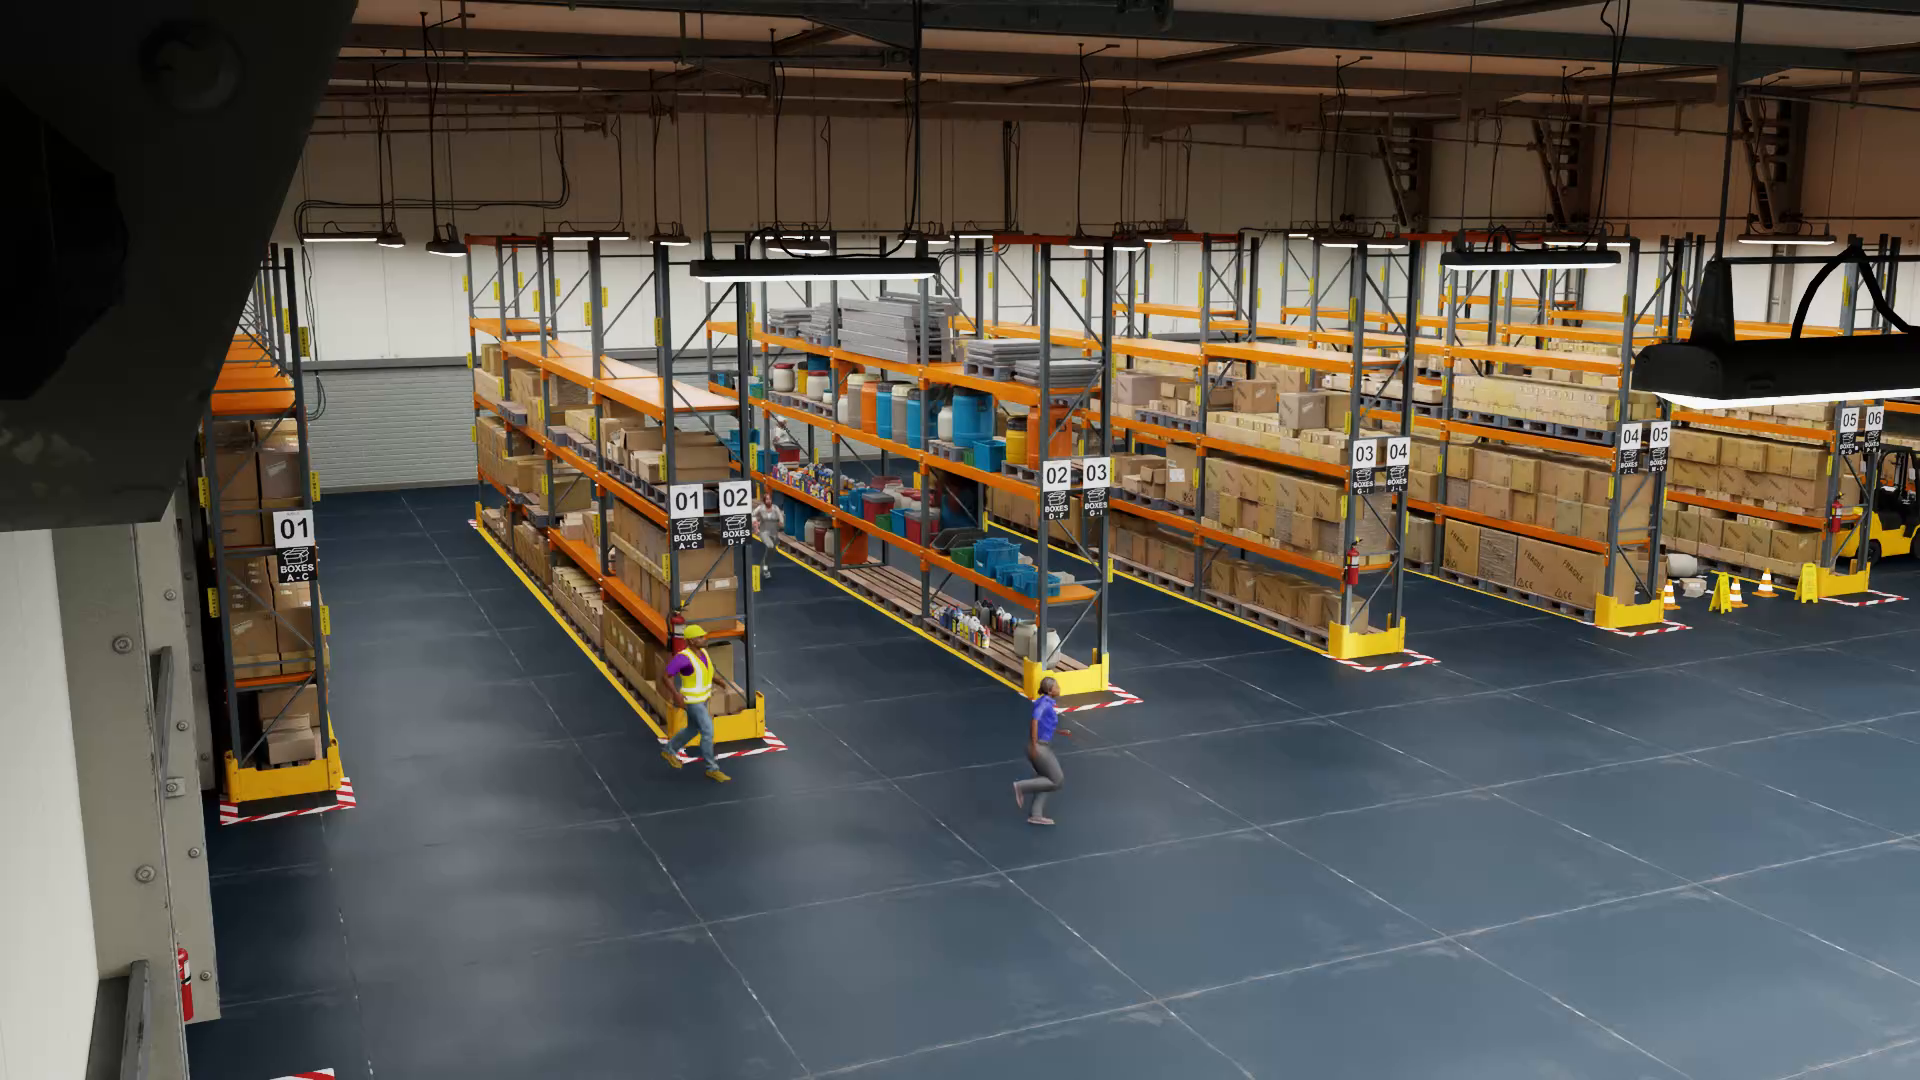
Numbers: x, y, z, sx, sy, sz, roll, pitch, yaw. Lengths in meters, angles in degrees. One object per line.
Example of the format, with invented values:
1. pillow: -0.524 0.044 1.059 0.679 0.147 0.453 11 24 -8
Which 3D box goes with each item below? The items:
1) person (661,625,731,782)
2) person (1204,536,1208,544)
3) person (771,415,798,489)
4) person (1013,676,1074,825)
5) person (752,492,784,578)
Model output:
1. person: -3.036 1.843 18.974 0.902 1.797 0.699 3 11 15
2. person: 4.839 -0.702 32.429 0.605 1.653 0.537 -5 12 -25
3. person: -4.112 -2.041 38.979 0.692 1.776 0.657 -5 12 -24
4. person: 0.883 2.275 17.533 0.647 1.517 0.615 -1 11 -3
5. person: -3.340 -0.067 29.115 0.529 1.572 0.756 -5 12 -22
